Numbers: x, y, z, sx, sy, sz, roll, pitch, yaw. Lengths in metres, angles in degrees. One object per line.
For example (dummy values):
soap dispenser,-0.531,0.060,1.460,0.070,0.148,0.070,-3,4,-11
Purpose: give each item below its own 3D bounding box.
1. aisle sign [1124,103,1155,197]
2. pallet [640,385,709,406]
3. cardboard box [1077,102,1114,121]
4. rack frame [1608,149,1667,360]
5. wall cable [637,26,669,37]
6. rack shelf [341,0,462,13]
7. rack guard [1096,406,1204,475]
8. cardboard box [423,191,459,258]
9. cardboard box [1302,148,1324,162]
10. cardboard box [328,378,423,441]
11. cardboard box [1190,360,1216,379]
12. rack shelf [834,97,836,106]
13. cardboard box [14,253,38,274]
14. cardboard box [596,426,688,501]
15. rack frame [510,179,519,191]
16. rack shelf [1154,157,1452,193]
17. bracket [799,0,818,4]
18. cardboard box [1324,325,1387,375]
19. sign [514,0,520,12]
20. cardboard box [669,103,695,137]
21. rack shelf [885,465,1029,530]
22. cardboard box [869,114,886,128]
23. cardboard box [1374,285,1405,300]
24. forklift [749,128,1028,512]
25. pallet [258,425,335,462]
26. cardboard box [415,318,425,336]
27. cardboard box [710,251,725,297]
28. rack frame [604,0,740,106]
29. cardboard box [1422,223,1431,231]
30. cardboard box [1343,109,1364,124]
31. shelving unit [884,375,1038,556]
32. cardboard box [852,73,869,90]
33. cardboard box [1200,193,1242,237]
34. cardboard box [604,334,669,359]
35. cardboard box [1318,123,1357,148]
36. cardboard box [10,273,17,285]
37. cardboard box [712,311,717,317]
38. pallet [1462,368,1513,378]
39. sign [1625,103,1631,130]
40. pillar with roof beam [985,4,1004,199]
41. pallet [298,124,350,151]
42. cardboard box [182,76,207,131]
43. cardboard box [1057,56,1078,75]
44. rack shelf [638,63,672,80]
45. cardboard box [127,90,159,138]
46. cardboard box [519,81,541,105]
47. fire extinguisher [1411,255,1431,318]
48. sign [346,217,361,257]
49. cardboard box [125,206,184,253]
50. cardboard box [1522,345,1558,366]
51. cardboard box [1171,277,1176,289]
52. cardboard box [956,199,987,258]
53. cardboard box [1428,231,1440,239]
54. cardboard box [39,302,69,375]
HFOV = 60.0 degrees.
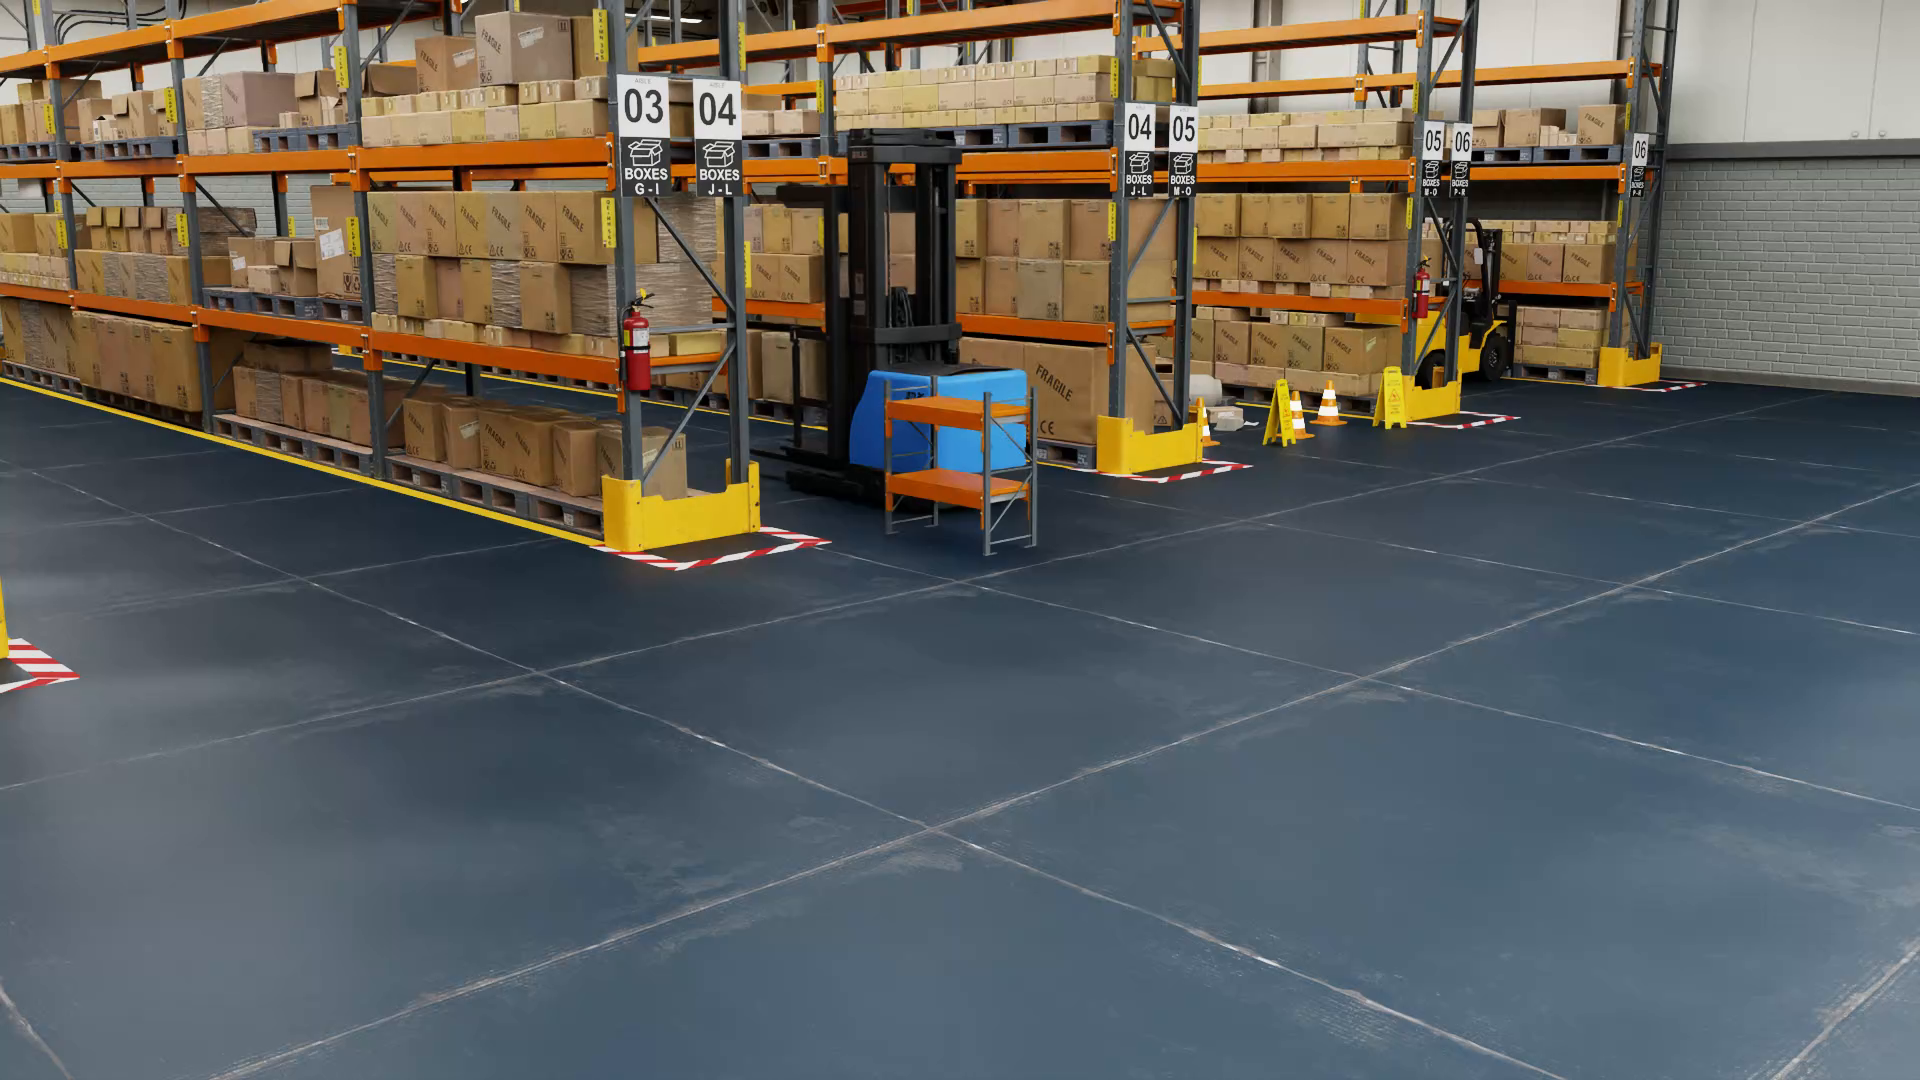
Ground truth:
aisle sign,1.555,-3.372,14.402,0.394,0.787,0.004,-11,16,-43
pallet,-3.312,-1.827,20.257,1.003,0.211,1.213,-11,16,-43
cardboard box,1.248,-3.753,14.594,0.380,0.149,0.250,-11,16,-43
rack frame,8.821,-3.548,21.697,1.000,3.000,0.127,-11,16,-43
wall cable,-7.362,-9.425,35.265,2.988,3.039,0.133,-11,16,-43
rack shelf,-3.315,-4.351,12.519,1.077,0.370,4.000,-11,16,-43
rack guard,1.739,-0.923,15.153,1.175,0.500,0.348,-11,16,-43
cardboard box,-3.878,-2.496,13.128,0.500,0.500,0.500,-11,16,-43
cardboard box,4.097,-4.366,18.858,0.380,0.149,0.250,-11,16,-43
cardboard box,-5.421,-1.214,15.476,0.700,0.500,0.500,-11,16,-43
cardboard box,3.060,-2.098,20.435,0.500,0.250,0.500,-10,15,-39
rack shelf,-0.848,-8.175,31.082,1.077,0.370,4.000,-11,16,-43
cardboard box,-11.775,-3.550,21.343,0.500,0.250,0.500,-11,16,-44
cardboard box,-2.353,-0.549,12.298,0.500,0.500,0.500,-7,14,-32
rack frame,-6.564,-3.902,23.418,1.000,3.000,0.127,-11,16,-43
rack shelf,3.852,-4.264,19.524,1.077,0.370,4.000,-11,16,-43
bracket,-1.618,-10.615,32.211,0.076,0.066,4.783,-11,16,-43
cardboard box,4.491,-2.162,18.888,0.500,0.500,0.500,-11,16,-42
sign,-6.167,-7.454,23.082,0.100,0.325,0.005,-11,16,-43
cardboard box,-2.080,-2.976,11.863,0.500,0.250,0.500,-10,15,-41
rack shelf,-0.005,-0.312,11.852,0.538,0.278,1.000,-11,16,-43
cardboard box,-0.682,-4.161,16.574,0.380,0.149,0.250,-11,16,-43
cardboard box,4.820,-2.757,18.483,0.380,0.149,0.250,-10,15,-41
forklift,-0.810,-1.888,13.812,1.130,2.935,3.031,-10,15,-41
pallet,-6.082,-0.984,16.164,1.003,0.211,1.213,-11,16,-43
cardboard box,-4.230,-1.756,13.623,0.380,0.149,0.250,-11,16,-43
cardboard box,-2.644,-3.044,19.004,0.500,0.500,0.500,-11,16,-43
rack frame,-1.934,-4.413,11.029,1.000,3.000,0.127,-11,16,-43
cardboard box,6.596,-4.442,23.448,0.380,0.149,0.250,-10,16,-41
cardboard box,4.446,-4.678,18.396,0.380,0.149,0.250,-11,16,-43
shelving unit,-0.005,-0.552,11.803,0.538,1.125,1.048,-11,16,-43
cardboard box,-0.857,-4.588,16.673,0.380,0.149,0.250,-11,16,-43
cardboard box,3.282,-3.874,19.821,0.700,0.500,0.500,-11,16,-44
cardboard box,-2.280,-1.364,11.722,0.380,0.149,0.250,-11,16,-43
cardboard box,4.348,-4.509,18.566,0.500,0.250,0.500,-11,16,-43
cardboard box,-12.087,-3.401,21.610,0.380,0.149,0.250,-11,16,-43
cardboard box,-4.029,-3.795,28.205,0.875,0.438,0.875,11,16,43
pallet,7.424,-2.466,23.356,1.003,0.211,1.213,-11,16,-43
sign,8.419,-5.338,20.956,0.100,0.325,0.005,-11,16,-43
pillar with roof beam,-2.409,-7.865,27.783,9.100,9.000,0.400,-11,16,-43
pallet,-5.046,-3.540,14.694,1.213,0.211,1.003,-11,16,-43
cardboard box,-7.320,-4.301,16.431,0.500,0.500,0.500,-11,16,-42
cardboard box,1.073,-4.181,14.694,0.380,0.149,0.250,-11,16,-42
rack shelf,-5.183,-6.000,21.509,1.077,0.370,4.000,-11,16,-43
cardboard box,-8.592,-4.558,17.882,0.500,0.500,0.500,-10,15,-40
cardboard box,-2.905,-3.175,11.837,0.380,0.149,0.250,-11,16,-42
fire extinguisher,4.979,-2.737,17.952,0.296,0.674,0.183,-11,16,-43
sign,-5.096,-2.547,13.973,0.100,0.325,0.005,-11,16,-43
cardboard box,-8.868,-3.484,18.653,0.797,0.503,0.637,-10,15,-41
cardboard box,7.931,-2.505,22.410,0.500,0.250,0.500,-11,16,-43
cardboard box,2.668,-3.196,20.612,0.380,0.149,0.250,-10,15,-41
cardboard box,0.299,-3.040,16.186,0.875,0.550,0.500,-11,16,-43
cardboard box,6.765,-4.258,23.292,0.380,0.149,0.250,-11,16,-43
cardboard box,-11.241,-2.630,21.466,0.875,0.875,0.875,-11,16,-43
